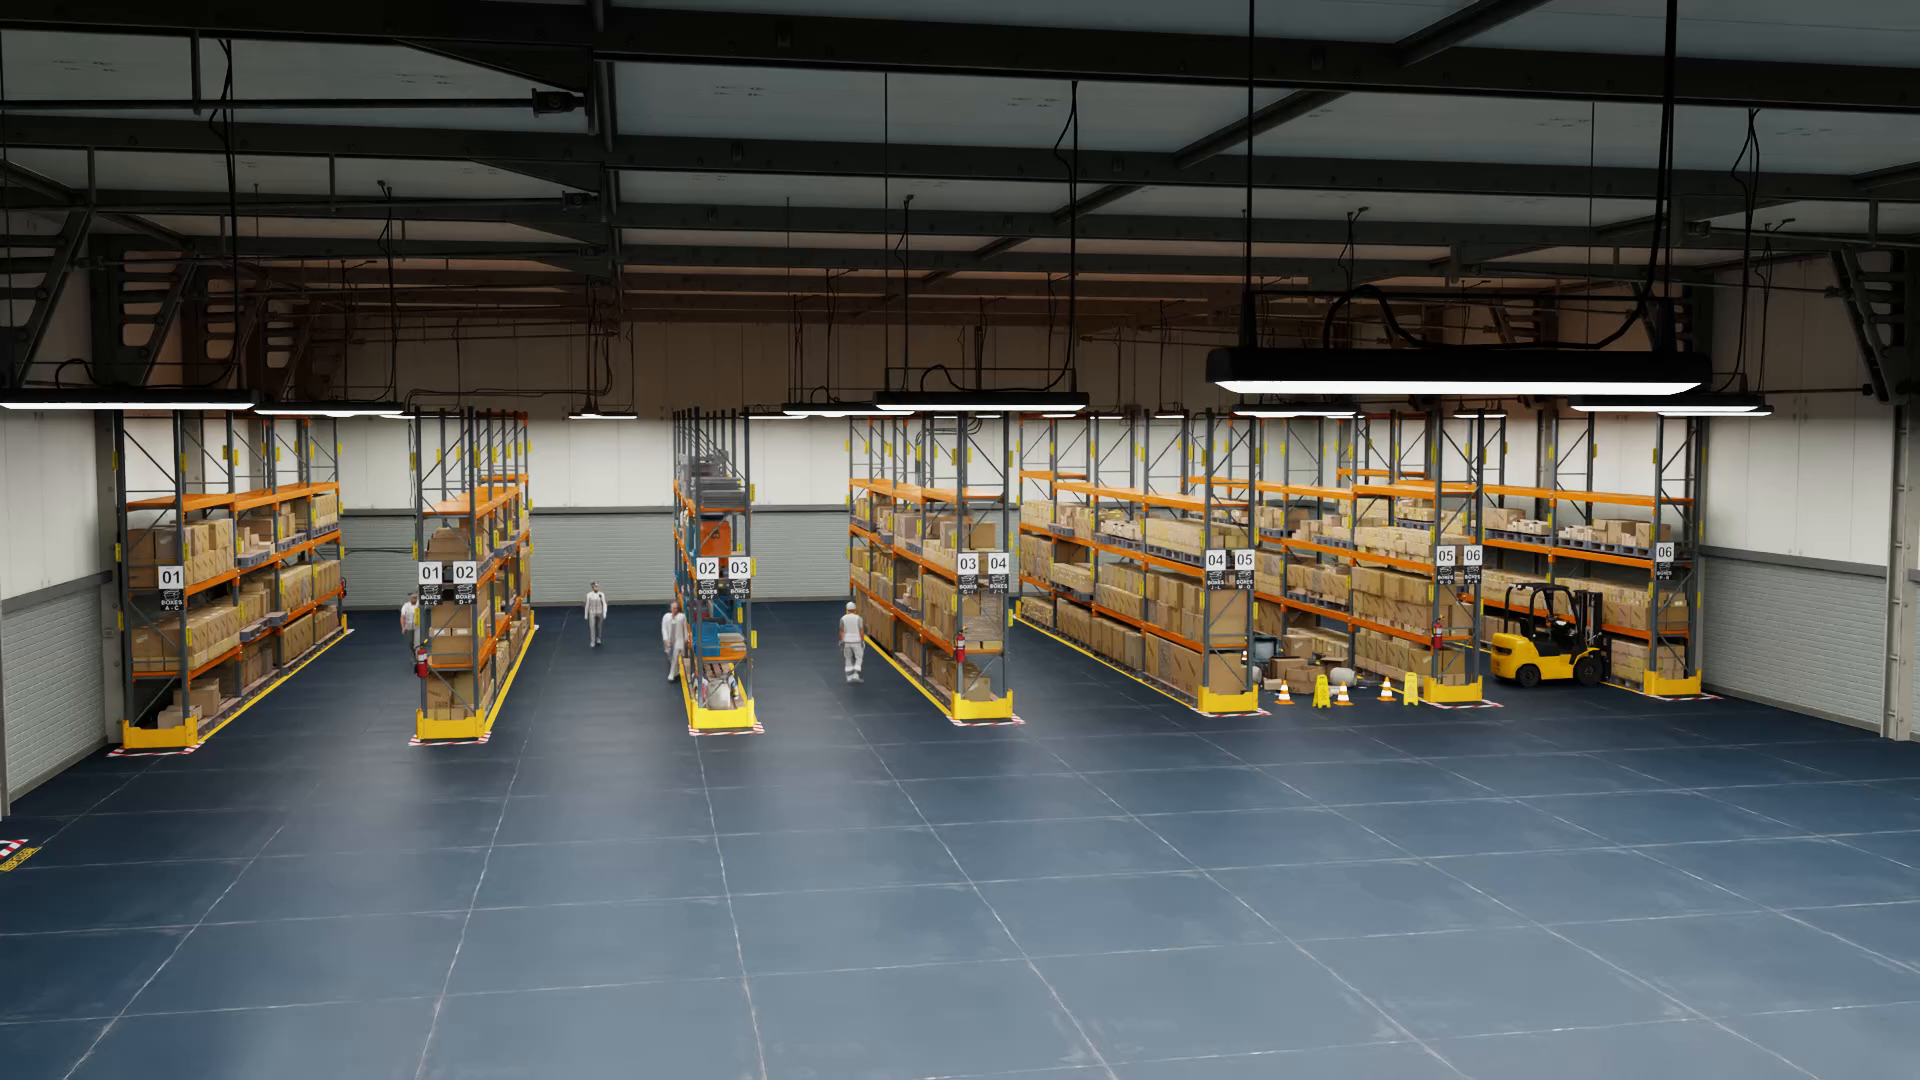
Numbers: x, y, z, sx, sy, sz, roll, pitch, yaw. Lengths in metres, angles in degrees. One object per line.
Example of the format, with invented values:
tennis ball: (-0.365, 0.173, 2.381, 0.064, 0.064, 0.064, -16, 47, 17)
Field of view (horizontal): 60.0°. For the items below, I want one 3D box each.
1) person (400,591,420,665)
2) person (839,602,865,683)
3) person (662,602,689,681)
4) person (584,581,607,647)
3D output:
person: (-12.911, 2.055, 39.210, 0.523, 1.700, 1.077, -1, 4, -8)
person: (-2.364, 2.250, 36.380, 0.592, 1.789, 0.520, 1, 4, 13)
person: (-6.345, 2.235, 36.940, 0.568, 1.705, 1.165, 0, 4, 4)
person: (-9.291, 1.864, 42.433, 0.549, 1.621, 1.022, -1, 4, -17)
